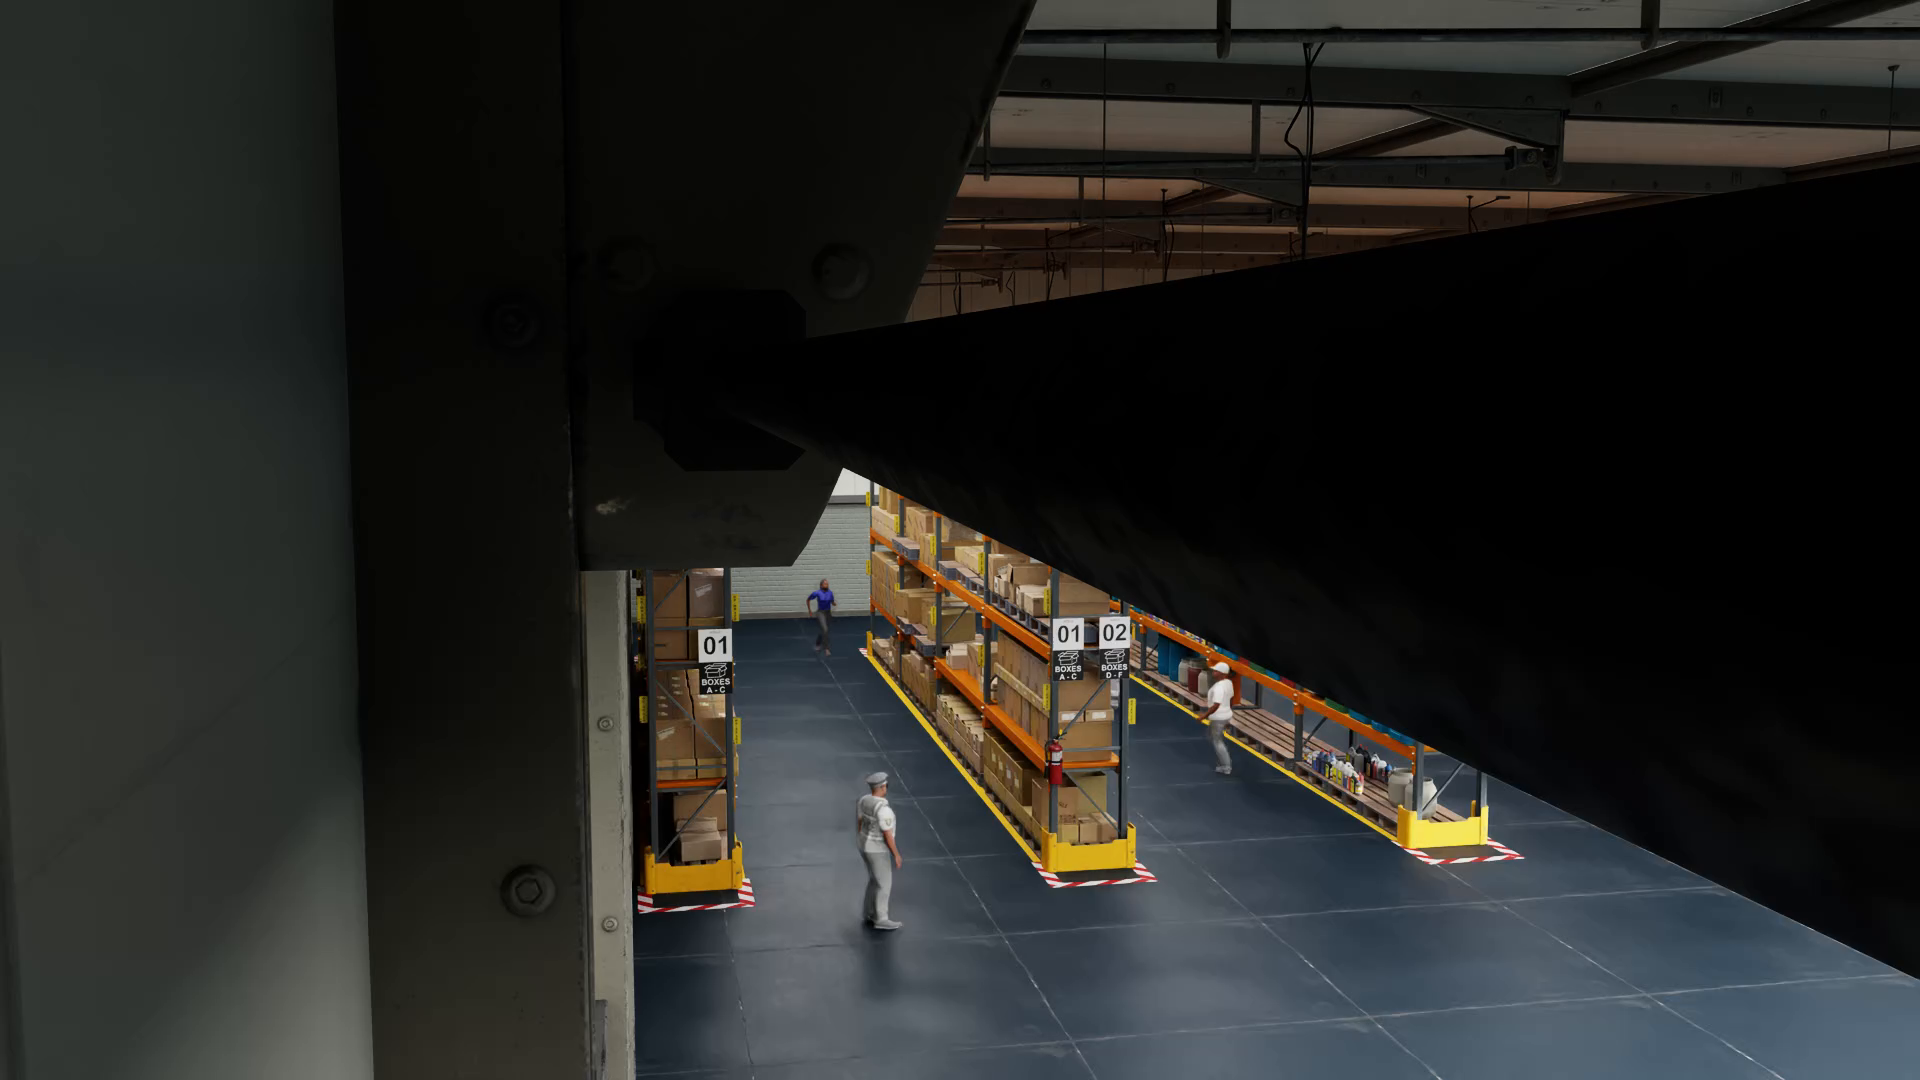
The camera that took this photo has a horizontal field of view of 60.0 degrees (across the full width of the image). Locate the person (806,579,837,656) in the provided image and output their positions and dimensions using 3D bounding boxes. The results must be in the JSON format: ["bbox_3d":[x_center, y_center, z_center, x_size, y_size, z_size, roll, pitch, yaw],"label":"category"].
[{"bbox_3d":[-2.997,1.673,36.563,0.622,1.633,0.927,-5,7,-37],"label":"person"}]

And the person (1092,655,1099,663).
[{"bbox_3d":[2.792,1.813,34.844,0.383,1.769,0.626,-2,6,-19],"label":"person"}]

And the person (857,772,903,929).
[{"bbox_3d":[-0.906,3.530,18.783,0.450,1.830,0.587,-2,6,-21],"label":"person"}]

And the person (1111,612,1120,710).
[{"bbox_3d":[2.817,2.232,30.774,0.542,1.791,0.577,0,6,-2],"label":"person"}]

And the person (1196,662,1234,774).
[{"bbox_3d":[4.024,2.783,25.915,0.506,1.790,0.676,4,7,35],"label":"person"}]
